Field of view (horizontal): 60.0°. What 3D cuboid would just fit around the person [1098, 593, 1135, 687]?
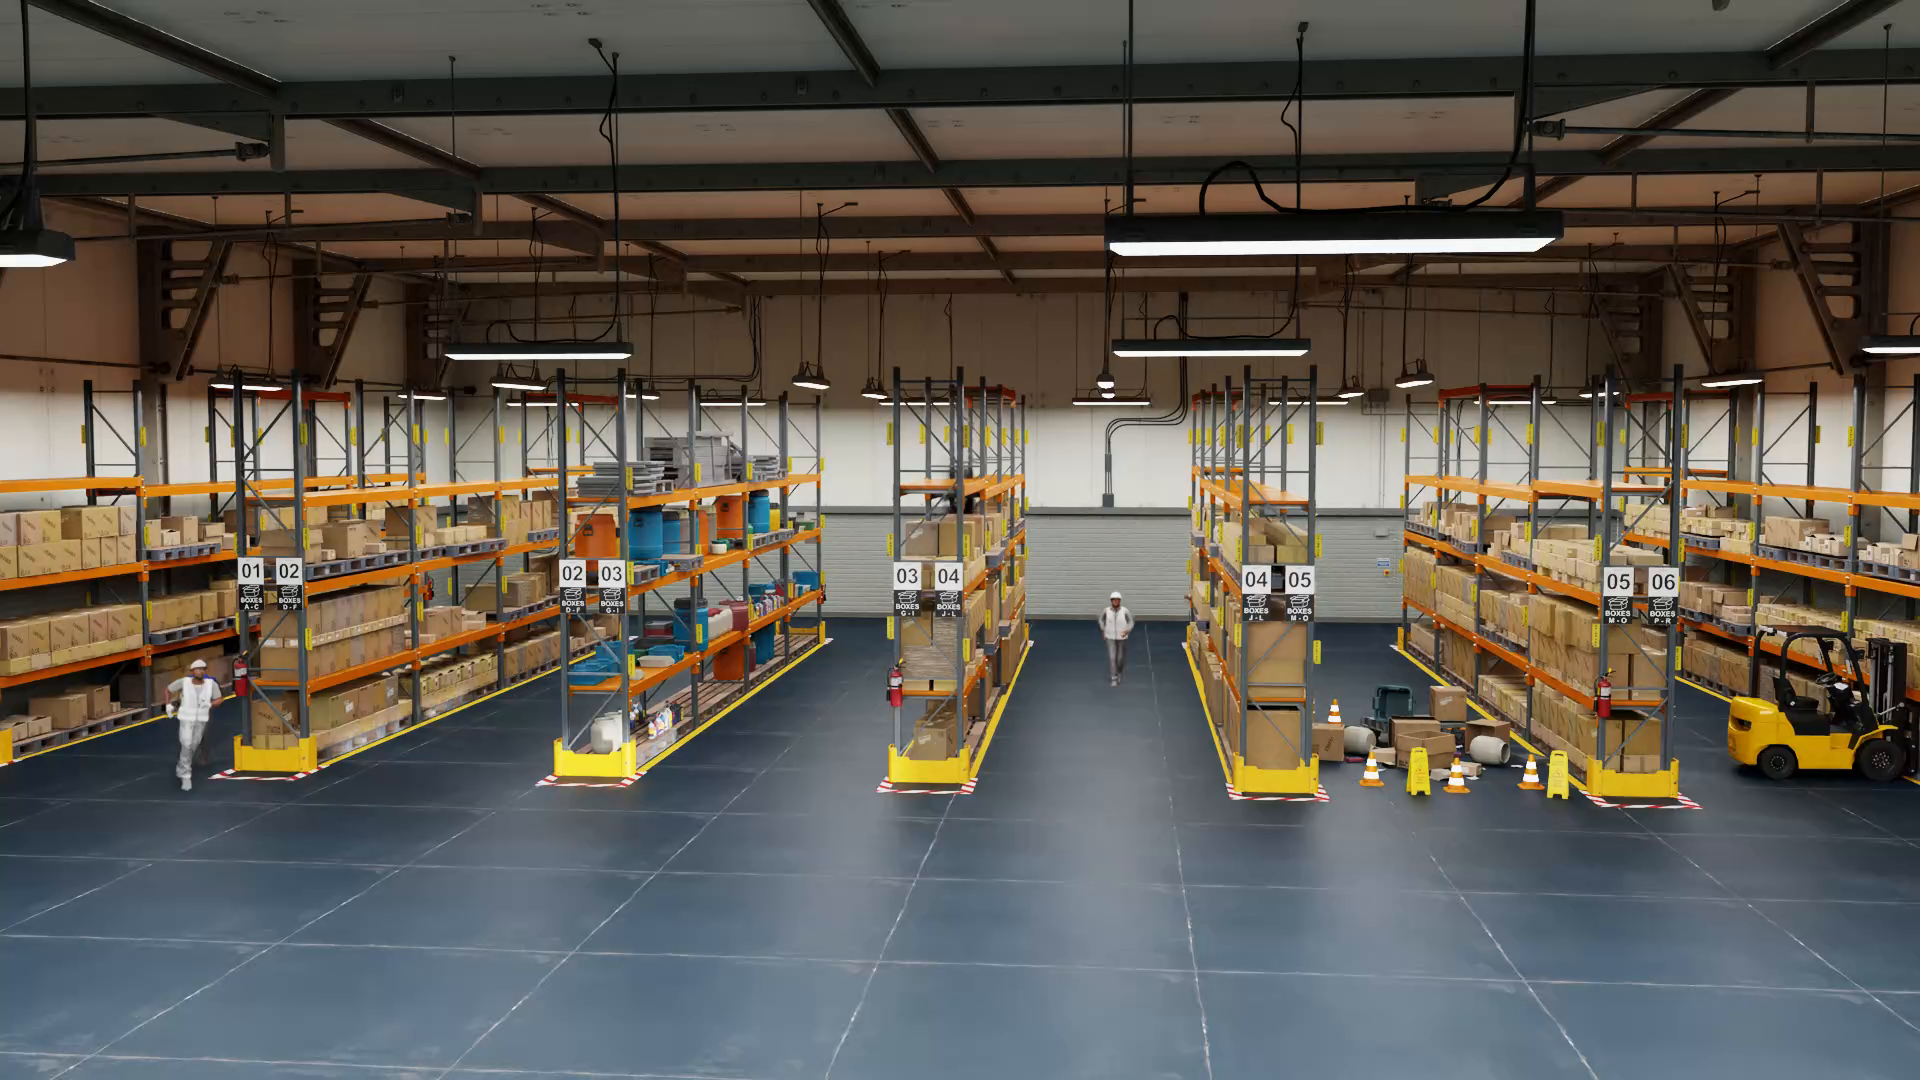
[{"bbox_3d":[2.971,1.887,31.577,0.681,1.758,0.648,0,4,4],"label":"person"}]

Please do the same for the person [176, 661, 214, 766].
[{"bbox_3d":[-11.639,2.646,25.302,0.612,1.638,0.515,-1,4,-10],"label":"person"}]

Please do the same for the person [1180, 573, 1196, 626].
[{"bbox_3d":[5.702,1.639,40.653,0.658,1.761,0.583,-1,4,-18],"label":"person"}]

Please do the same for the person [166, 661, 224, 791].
[{"bbox_3d":[-10.972,2.622,23.923,0.734,1.772,0.982,-3,5,-43],"label":"person"}]
